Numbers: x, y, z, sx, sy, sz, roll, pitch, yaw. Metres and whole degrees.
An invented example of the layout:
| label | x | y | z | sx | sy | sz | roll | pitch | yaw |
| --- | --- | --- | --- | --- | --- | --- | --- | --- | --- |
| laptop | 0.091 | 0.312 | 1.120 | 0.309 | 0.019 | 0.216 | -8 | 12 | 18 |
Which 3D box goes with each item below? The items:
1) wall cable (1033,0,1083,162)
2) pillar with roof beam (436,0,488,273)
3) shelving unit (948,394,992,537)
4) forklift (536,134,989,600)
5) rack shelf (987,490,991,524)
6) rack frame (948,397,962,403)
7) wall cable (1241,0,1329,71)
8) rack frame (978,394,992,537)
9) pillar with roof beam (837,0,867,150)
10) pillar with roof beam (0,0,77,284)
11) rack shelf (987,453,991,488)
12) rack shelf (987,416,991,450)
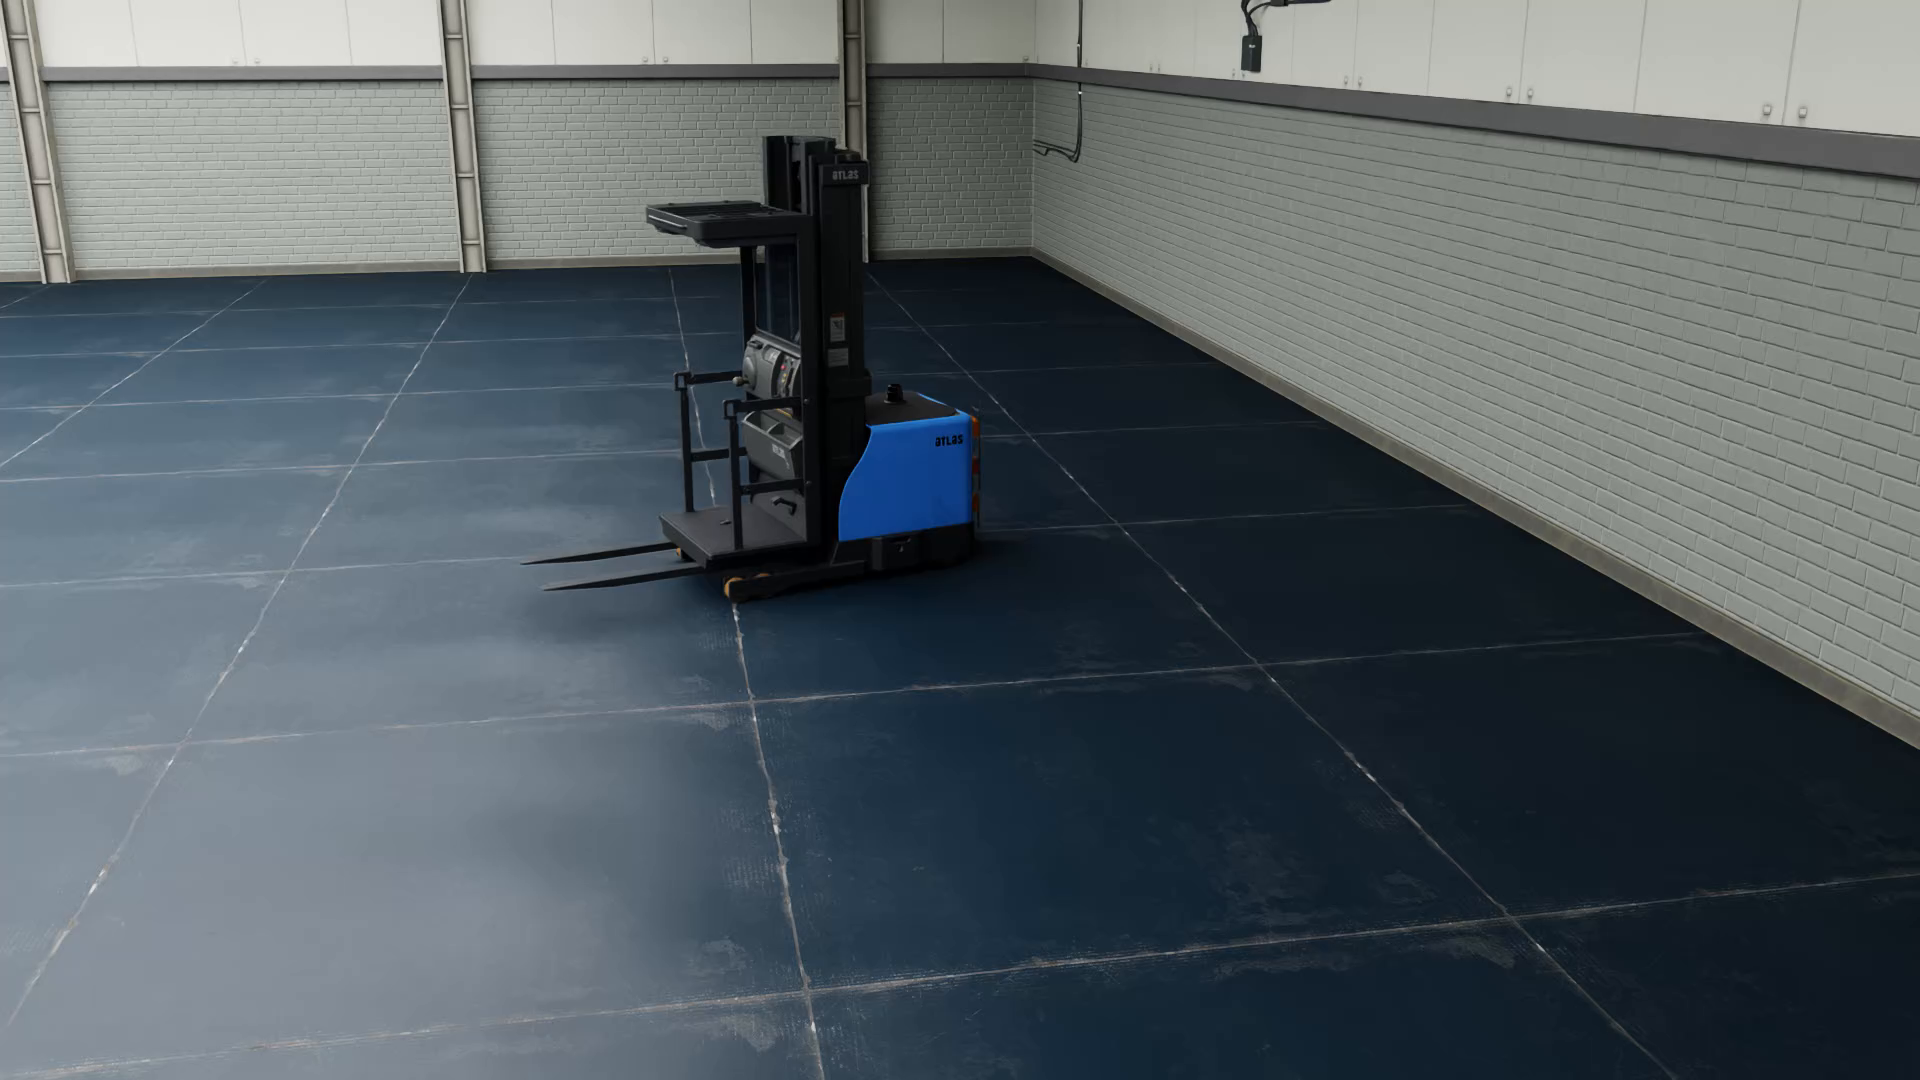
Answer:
| label | x | y | z | sx | sy | sz | roll | pitch | yaw |
| --- | --- | --- | --- | --- | --- | --- | --- | --- | --- |
| wall cable | 1.440 | -7.138 | 25.515 | 0.112 | 2.526 | 3.097 | -3 | 17 | -10 |
| pillar with roof beam | -6.777 | -7.265 | 20.637 | 0.400 | 9.000 | 9.100 | -3 | 17 | -10 |
| shelving unit | 0.073 | -0.531 | 12.251 | 0.252 | 1.050 | 0.215 | -9 | 19 | -26 |
| forklift | -1.345 | -1.181 | 11.165 | 3.031 | 2.935 | 1.130 | -9 | 19 | -26 |
| rack shelf | 0.073 | -0.255 | 12.336 | 0.240 | 0.259 | 0.215 | -9 | 19 | -26 |
| rack frame | -0.035 | -0.514 | 12.197 | 0.008 | 1.050 | 0.200 | -9 | 19 | -26 |
| wall cable | 3.226 | -7.511 | 15.646 | 0.169 | 6.003 | 2.305 | -3 | 17 | -10 |
| rack frame | 0.181 | -0.547 | 12.305 | 0.008 | 1.050 | 0.200 | -9 | 19 | -26 |
| pillar with roof beam | -0.886 | -7.599 | 21.725 | 0.400 | 9.000 | 9.100 | -3 | 17 | -10 |
| pillar with roof beam | -12.668 | -6.930 | 19.549 | 0.400 | 9.000 | 9.100 | -3 | 17 | -10 |
| rack shelf | 0.073 | -0.520 | 12.254 | 0.240 | 0.259 | 0.215 | -9 | 19 | -26 |
| rack shelf | 0.073 | -0.792 | 12.171 | 0.240 | 0.259 | 0.215 | -9 | 19 | -26 |
